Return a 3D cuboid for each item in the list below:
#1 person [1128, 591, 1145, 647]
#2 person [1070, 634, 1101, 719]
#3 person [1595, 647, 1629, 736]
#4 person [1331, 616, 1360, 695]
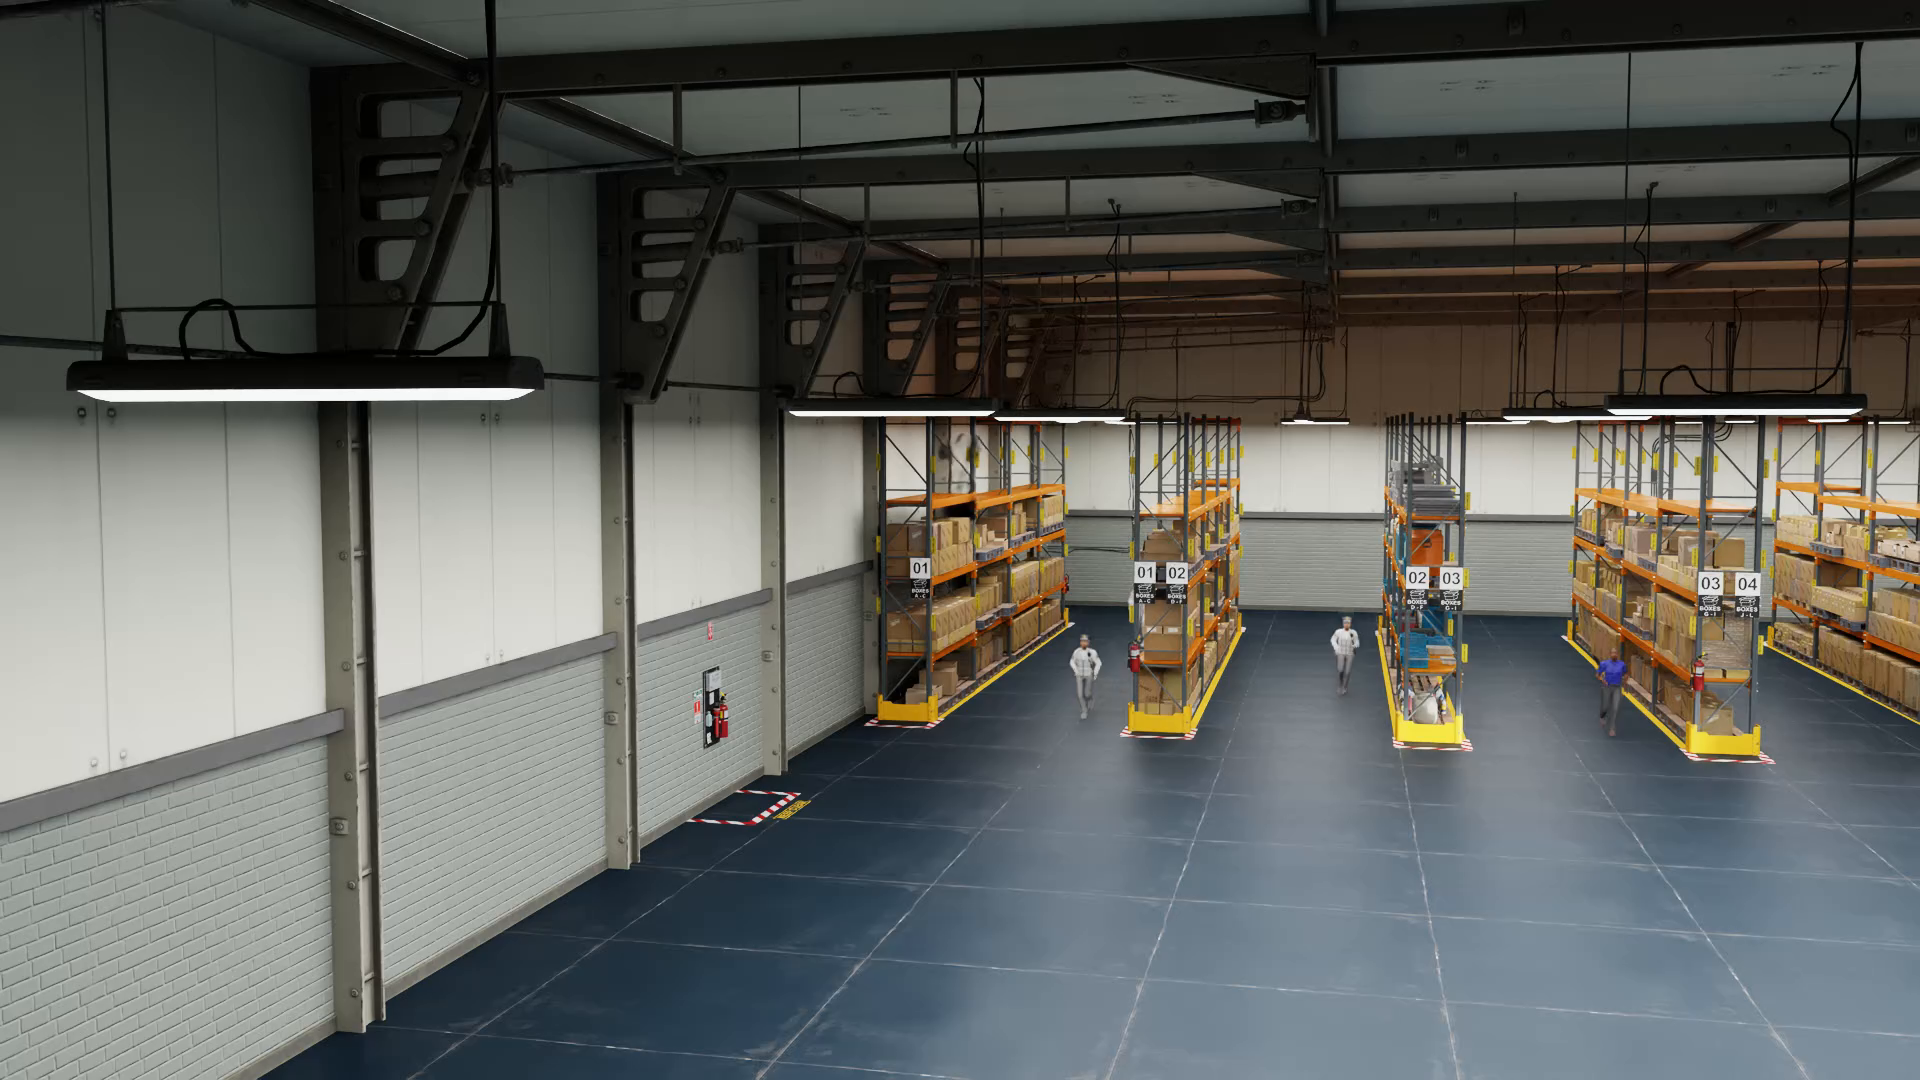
[{"bbox_3d":[4.709,1.925,43.382,0.722,1.732,0.667,1,4,19],"label":"person"},{"bbox_3d":[2.465,2.684,32.863,0.616,1.660,0.554,1,4,16],"label":"person"},{"bbox_3d":[12.166,2.802,31.028,0.609,1.626,0.811,1,4,14],"label":"person"},{"bbox_3d":[8.257,2.477,35.613,0.585,1.694,0.666,1,4,9],"label":"person"}]
